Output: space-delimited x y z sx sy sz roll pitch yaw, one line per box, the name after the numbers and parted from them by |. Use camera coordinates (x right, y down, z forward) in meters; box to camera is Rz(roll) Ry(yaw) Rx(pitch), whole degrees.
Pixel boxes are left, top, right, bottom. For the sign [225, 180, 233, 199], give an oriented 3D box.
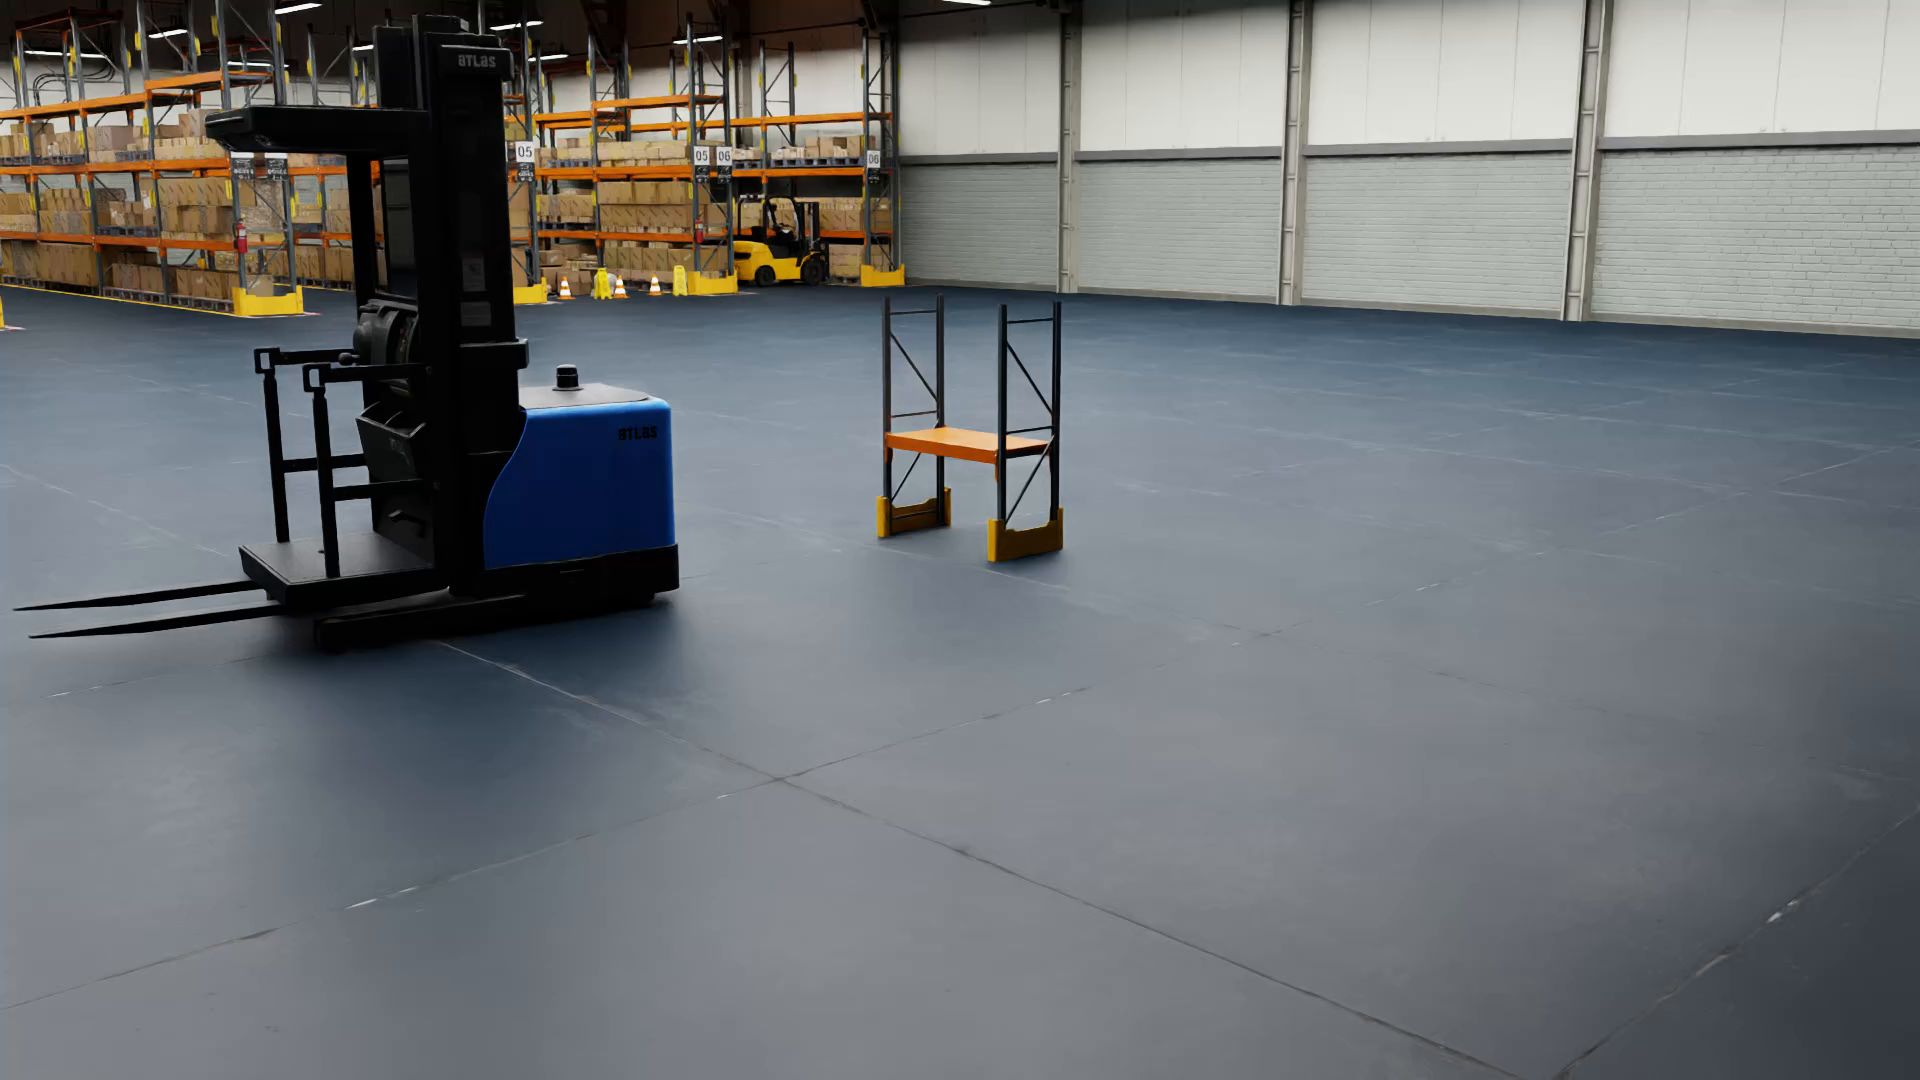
-13.067 -6.263 29.724 0.100 0.325 0.005 -11 16 -43 | sign

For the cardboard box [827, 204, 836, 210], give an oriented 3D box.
-3.053 -8.216 41.004 0.250 0.149 0.380 11 16 43 | cardboard box

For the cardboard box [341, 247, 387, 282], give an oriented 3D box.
-13.558 -6.335 38.259 1.050 0.750 0.750 -11 16 -42 | cardboard box

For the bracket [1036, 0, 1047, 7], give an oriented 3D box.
1.874 -11.752 36.234 0.235 0.232 0.430 -11 16 -43 | bracket

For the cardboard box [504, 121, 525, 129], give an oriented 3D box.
-8.995 -8.376 33.558 0.380 0.149 0.250 -11 16 -42 | cardboard box

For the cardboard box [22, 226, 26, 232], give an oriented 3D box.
-21.919 -7.355 39.300 0.380 0.149 0.250 -11 16 -42 | cardboard box

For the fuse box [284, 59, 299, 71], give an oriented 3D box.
-20.609 -14.617 51.131 0.513 0.334 0.176 -11 16 -43 | fuse box

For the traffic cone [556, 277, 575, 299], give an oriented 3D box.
-8.334 -5.325 35.109 0.336 0.463 0.334 -11 16 -43 | traffic cone

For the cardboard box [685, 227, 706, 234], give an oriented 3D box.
-5.897 -6.898 37.082 0.380 0.149 0.250 -10 15 -41 | cardboard box

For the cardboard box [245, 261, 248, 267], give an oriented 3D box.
-18.123 -7.074 42.602 0.250 0.149 0.380 11 16 43 | cardboard box

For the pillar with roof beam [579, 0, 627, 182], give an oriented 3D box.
-13.126 -12.005 46.383 9.100 9.000 0.548 -11 16 -43 | pillar with roof beam

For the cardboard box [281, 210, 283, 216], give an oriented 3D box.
-16.261 -7.922 40.274 0.380 0.149 0.250 -11 16 -44 | cardboard box

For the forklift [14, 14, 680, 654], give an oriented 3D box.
-2.995 -1.021 8.106 3.031 2.935 1.130 -8 14 -34 | forklift

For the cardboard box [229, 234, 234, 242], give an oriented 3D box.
-13.170 -5.542 30.499 0.380 0.149 0.250 -11 16 -43 | cardboard box

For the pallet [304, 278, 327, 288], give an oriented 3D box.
-15.058 -6.208 40.020 1.003 0.211 1.213 -11 16 -43 | pallet

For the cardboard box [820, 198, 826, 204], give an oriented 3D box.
-3.251 -8.396 41.138 0.380 0.149 0.250 -10 16 -41 | cardboard box

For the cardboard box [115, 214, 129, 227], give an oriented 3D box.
-17.185 -6.638 34.530 0.500 0.250 0.500 11 16 44 | cardboard box

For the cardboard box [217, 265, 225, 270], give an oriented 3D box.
-19.400 -7.201 43.952 0.380 0.149 0.250 -11 16 -42 | cardboard box

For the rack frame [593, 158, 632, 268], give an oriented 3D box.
-8.247 -7.580 39.770 1.000 3.000 0.127 -11 16 -43 | rack frame

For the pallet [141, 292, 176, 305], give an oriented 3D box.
-15.953 -4.947 33.899 1.003 0.211 1.213 -11 16 -43 | pallet

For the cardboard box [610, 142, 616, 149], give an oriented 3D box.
-7.889 -9.152 38.611 0.250 0.149 0.380 11 16 43 | cardboard box

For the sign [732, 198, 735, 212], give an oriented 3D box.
-5.092 -7.496 37.216 0.100 0.325 0.005 -11 16 -43 | sign

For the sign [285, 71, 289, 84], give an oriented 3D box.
-16.884 -11.595 41.681 0.100 0.325 0.005 -11 16 -43 | sign

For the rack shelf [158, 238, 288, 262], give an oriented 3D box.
-14.033 -5.555 31.723 1.077 0.370 4.000 -11 16 -43 | rack shelf

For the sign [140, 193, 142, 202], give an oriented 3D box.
-17.790 -7.388 36.165 0.100 0.325 0.005 -11 16 -43 | sign

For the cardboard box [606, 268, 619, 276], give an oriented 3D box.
-8.034 -6.315 39.404 0.500 0.250 0.500 11 16 43 | cardboard box

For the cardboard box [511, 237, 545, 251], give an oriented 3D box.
-11.426 -7.441 43.321 0.875 0.875 0.875 -11 16 -43 | cardboard box

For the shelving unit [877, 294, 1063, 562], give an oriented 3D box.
0.053 -0.723 10.206 0.587 1.500 1.083 -11 16 -43 | shelving unit

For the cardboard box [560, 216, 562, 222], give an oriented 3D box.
-9.603 -7.903 40.919 0.250 0.149 0.380 11 16 43 | cardboard box

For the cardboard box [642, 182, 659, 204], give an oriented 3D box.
-6.766 -7.860 37.665 0.700 0.500 0.500 -11 16 -43 | cardboard box

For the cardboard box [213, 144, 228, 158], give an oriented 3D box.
-13.168 -7.046 30.116 0.500 0.250 0.500 -10 16 -41 | cardboard box

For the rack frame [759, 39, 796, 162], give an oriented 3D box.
-4.659 -11.211 42.525 1.000 3.000 0.127 -11 16 -43 | rack frame

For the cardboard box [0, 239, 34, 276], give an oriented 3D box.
-23.201 -7.033 41.340 0.875 0.875 0.875 -11 16 -43 | cardboard box

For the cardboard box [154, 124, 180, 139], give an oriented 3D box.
-15.667 -8.007 33.111 0.637 0.503 0.797 11 16 42 | cardboard box

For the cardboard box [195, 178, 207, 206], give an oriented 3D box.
-13.903 -6.491 31.021 0.500 0.500 0.500 -11 16 -43 | cardboard box

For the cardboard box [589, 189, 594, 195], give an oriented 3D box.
-9.140 -8.560 40.894 0.380 0.149 0.250 -10 15 -39 | cardboard box

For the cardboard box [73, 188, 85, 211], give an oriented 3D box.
-19.118 -7.528 36.782 0.797 0.503 0.637 -10 16 -41 | cardboard box

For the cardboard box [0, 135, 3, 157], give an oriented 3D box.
-23.002 -9.556 40.390 0.500 0.500 0.700 11 16 43 | cardboard box

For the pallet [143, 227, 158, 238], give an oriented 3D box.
-15.837 -6.237 33.726 1.003 0.211 1.213 -11 16 -43 | pallet

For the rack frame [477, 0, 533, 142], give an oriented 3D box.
-8.995 -9.230 32.911 1.000 3.000 0.127 -11 16 -43 | rack frame

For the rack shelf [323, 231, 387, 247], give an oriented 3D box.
-13.138 -6.815 37.840 1.077 0.370 4.000 -11 16 -43 | rack shelf

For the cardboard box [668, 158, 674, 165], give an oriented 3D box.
-6.287 -8.431 37.088 0.380 0.149 0.250 -10 15 -41 | cardboard box

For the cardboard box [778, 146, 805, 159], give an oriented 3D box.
-4.261 -9.797 42.030 0.500 0.311 0.500 -10 16 -41 | cardboard box

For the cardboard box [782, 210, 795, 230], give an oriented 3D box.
-4.170 -8.146 42.271 0.500 0.500 0.500 -11 16 -42 | cardboard box

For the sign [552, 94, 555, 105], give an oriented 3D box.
-12.531 -13.571 51.276 0.100 0.325 0.005 -11 16 -43 | sign

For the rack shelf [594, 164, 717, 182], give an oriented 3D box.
-6.865 -8.405 38.123 1.077 0.370 4.000 -11 16 -43 | rack shelf

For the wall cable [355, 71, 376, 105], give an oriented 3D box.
-18.079 -13.566 53.864 2.988 3.039 0.133 -11 16 -43 | wall cable

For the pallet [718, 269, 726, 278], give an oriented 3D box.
-6.043 -7.187 44.771 1.003 0.211 1.213 -11 16 -43 | pallet

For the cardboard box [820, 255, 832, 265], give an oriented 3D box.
-3.169 -6.967 41.328 0.500 0.250 0.500 -11 16 -44 | cardboard box

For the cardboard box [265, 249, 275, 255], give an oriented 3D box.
-16.962 -7.247 41.449 0.500 0.250 0.500 11 16 43 | cardboard box
